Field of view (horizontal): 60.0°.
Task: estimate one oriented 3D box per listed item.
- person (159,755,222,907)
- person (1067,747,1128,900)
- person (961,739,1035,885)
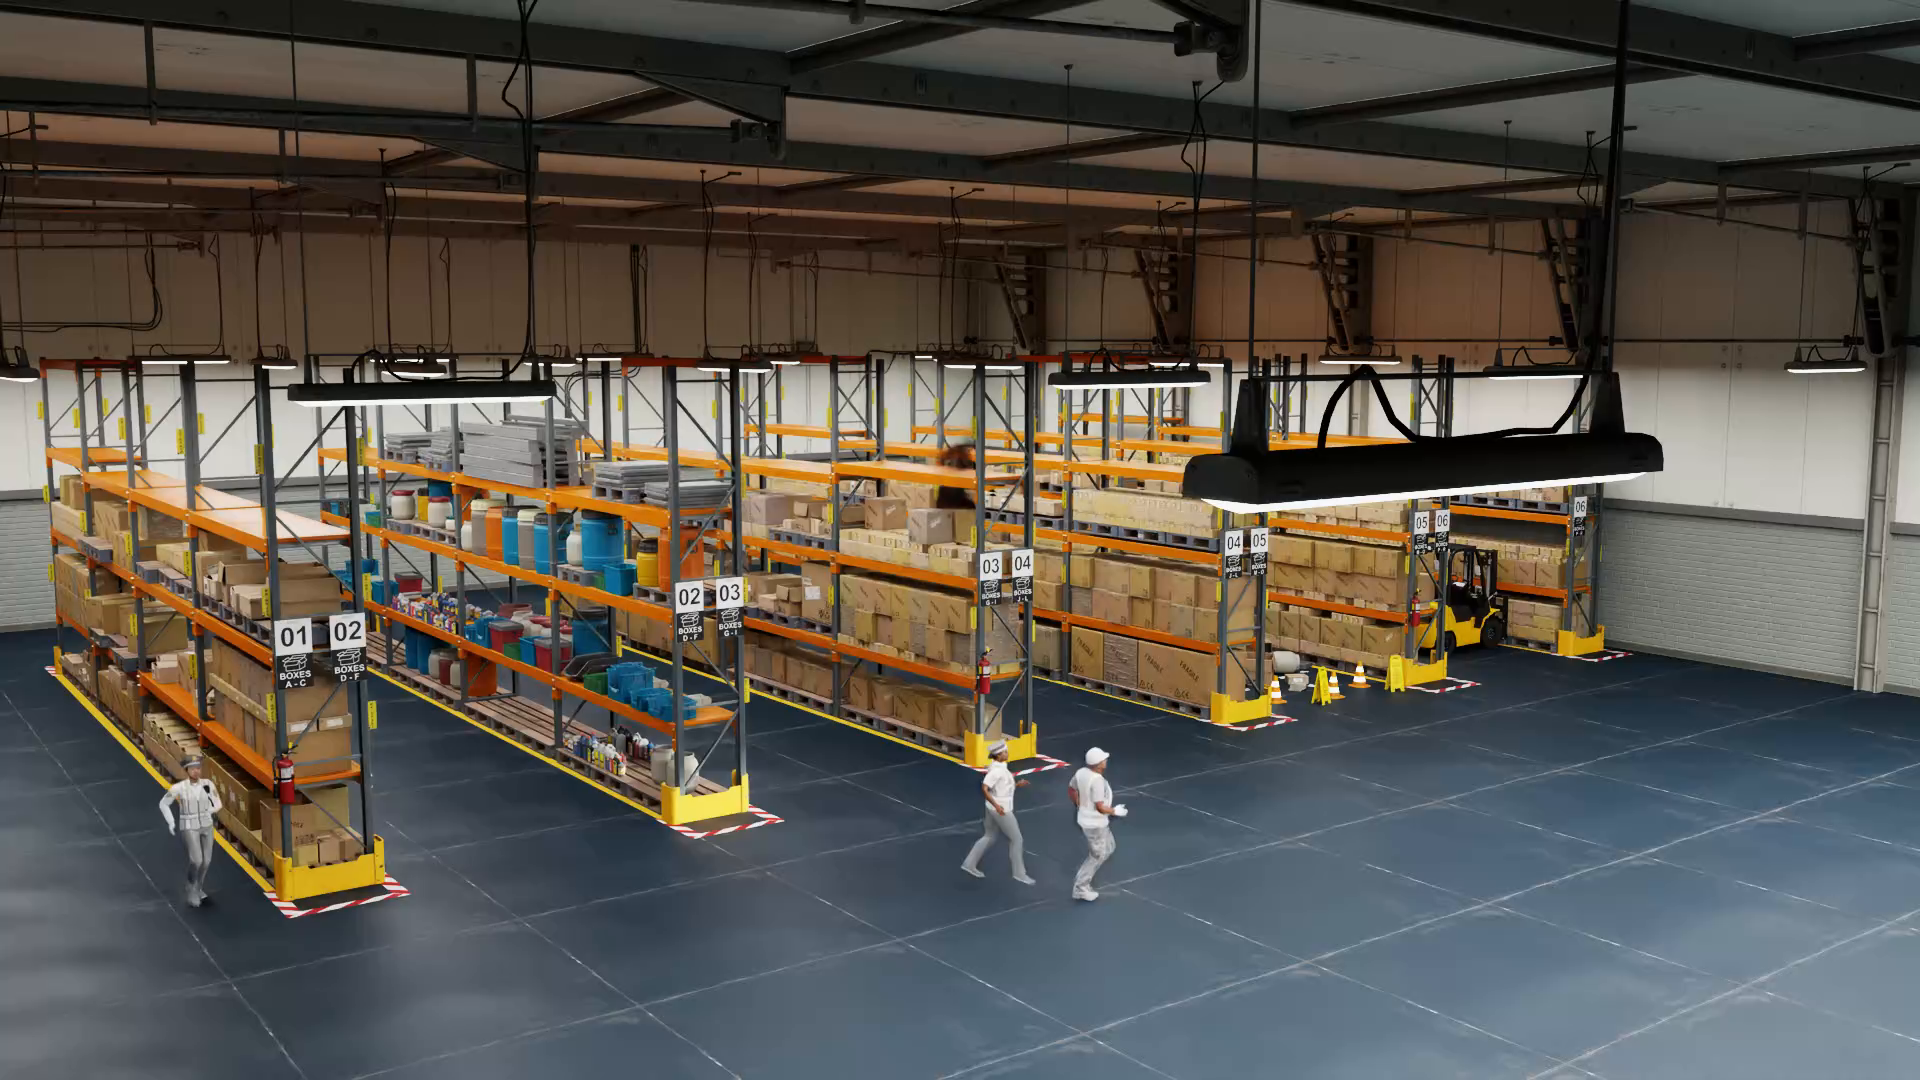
[{"bbox_3d":[-8.576,3.269,18.682,0.601,1.695,0.584,7,10,44],"label":"person"},{"bbox_3d":[1.572,3.200,18.803,0.607,1.744,0.679,-1,7,-10],"label":"person"},{"bbox_3d":[0.446,3.164,19.341,0.863,1.729,0.562,-1,7,-10],"label":"person"}]
